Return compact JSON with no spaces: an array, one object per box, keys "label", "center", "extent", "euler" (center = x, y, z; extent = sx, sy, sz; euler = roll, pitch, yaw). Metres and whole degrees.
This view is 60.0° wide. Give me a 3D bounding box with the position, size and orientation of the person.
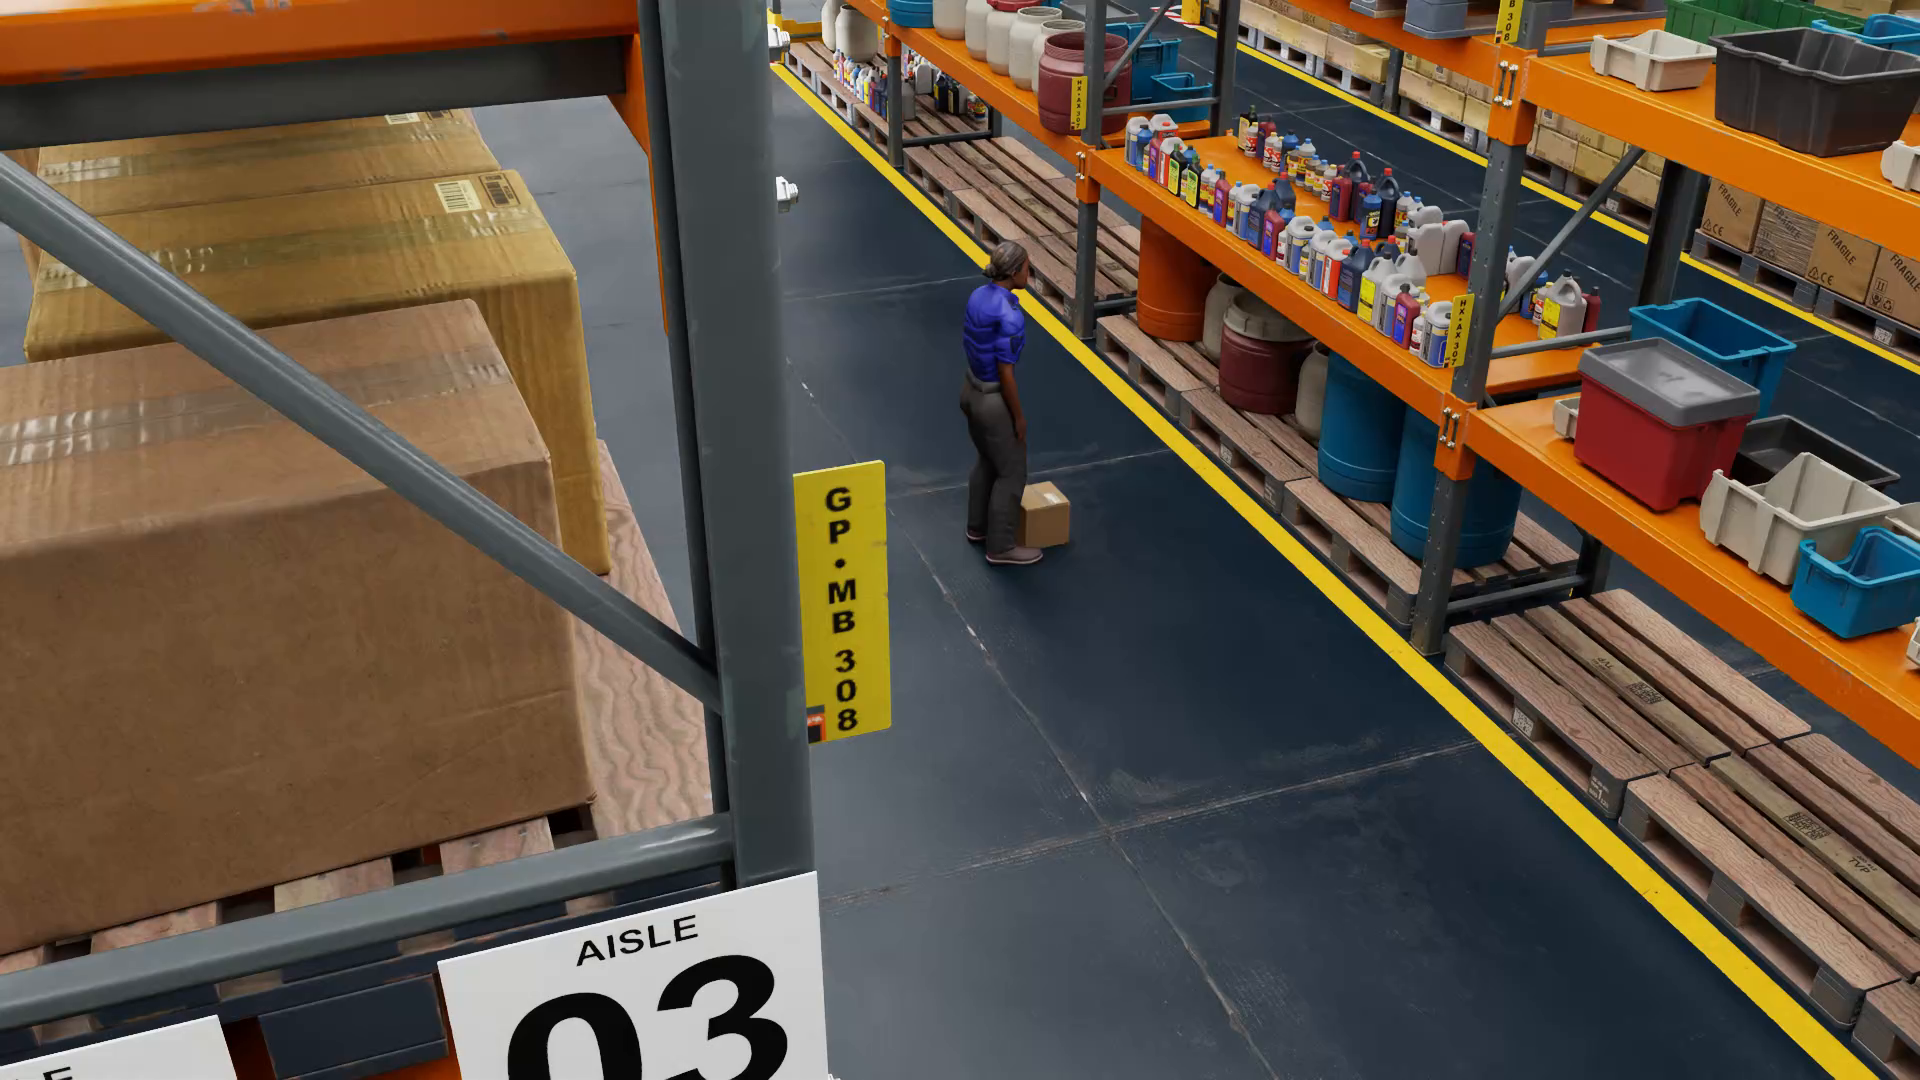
[{"label":"person","center":[0.192,-0.679,8.325],"extent":[0.347,1.639,0.512],"euler":[-12,32,-19]}]
